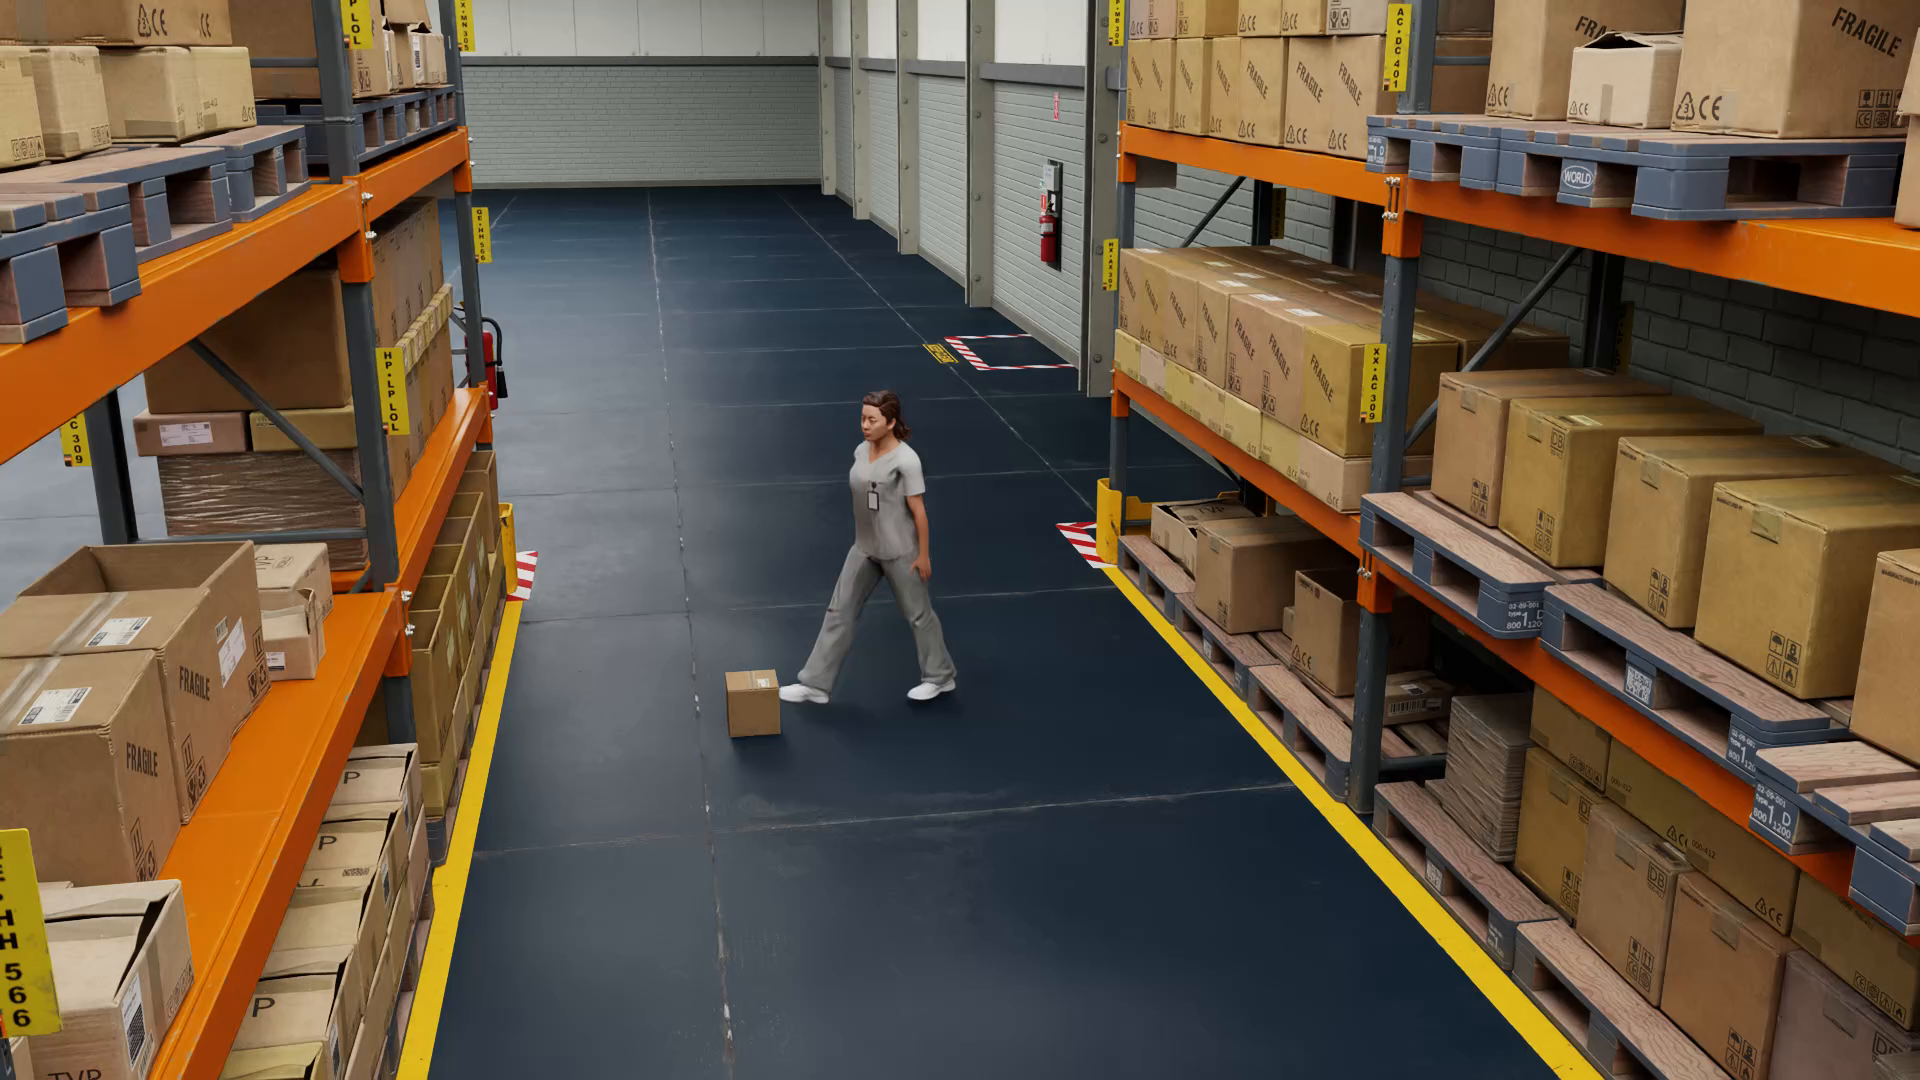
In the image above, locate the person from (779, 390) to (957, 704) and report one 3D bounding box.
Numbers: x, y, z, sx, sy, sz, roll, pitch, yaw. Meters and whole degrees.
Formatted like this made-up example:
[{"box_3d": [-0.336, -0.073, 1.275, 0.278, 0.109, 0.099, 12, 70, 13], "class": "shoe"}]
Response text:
[{"box_3d": [-0.458, 0.060, 8.345, 0.918, 1.631, 0.505, -15, 22, -41], "class": "person"}]
